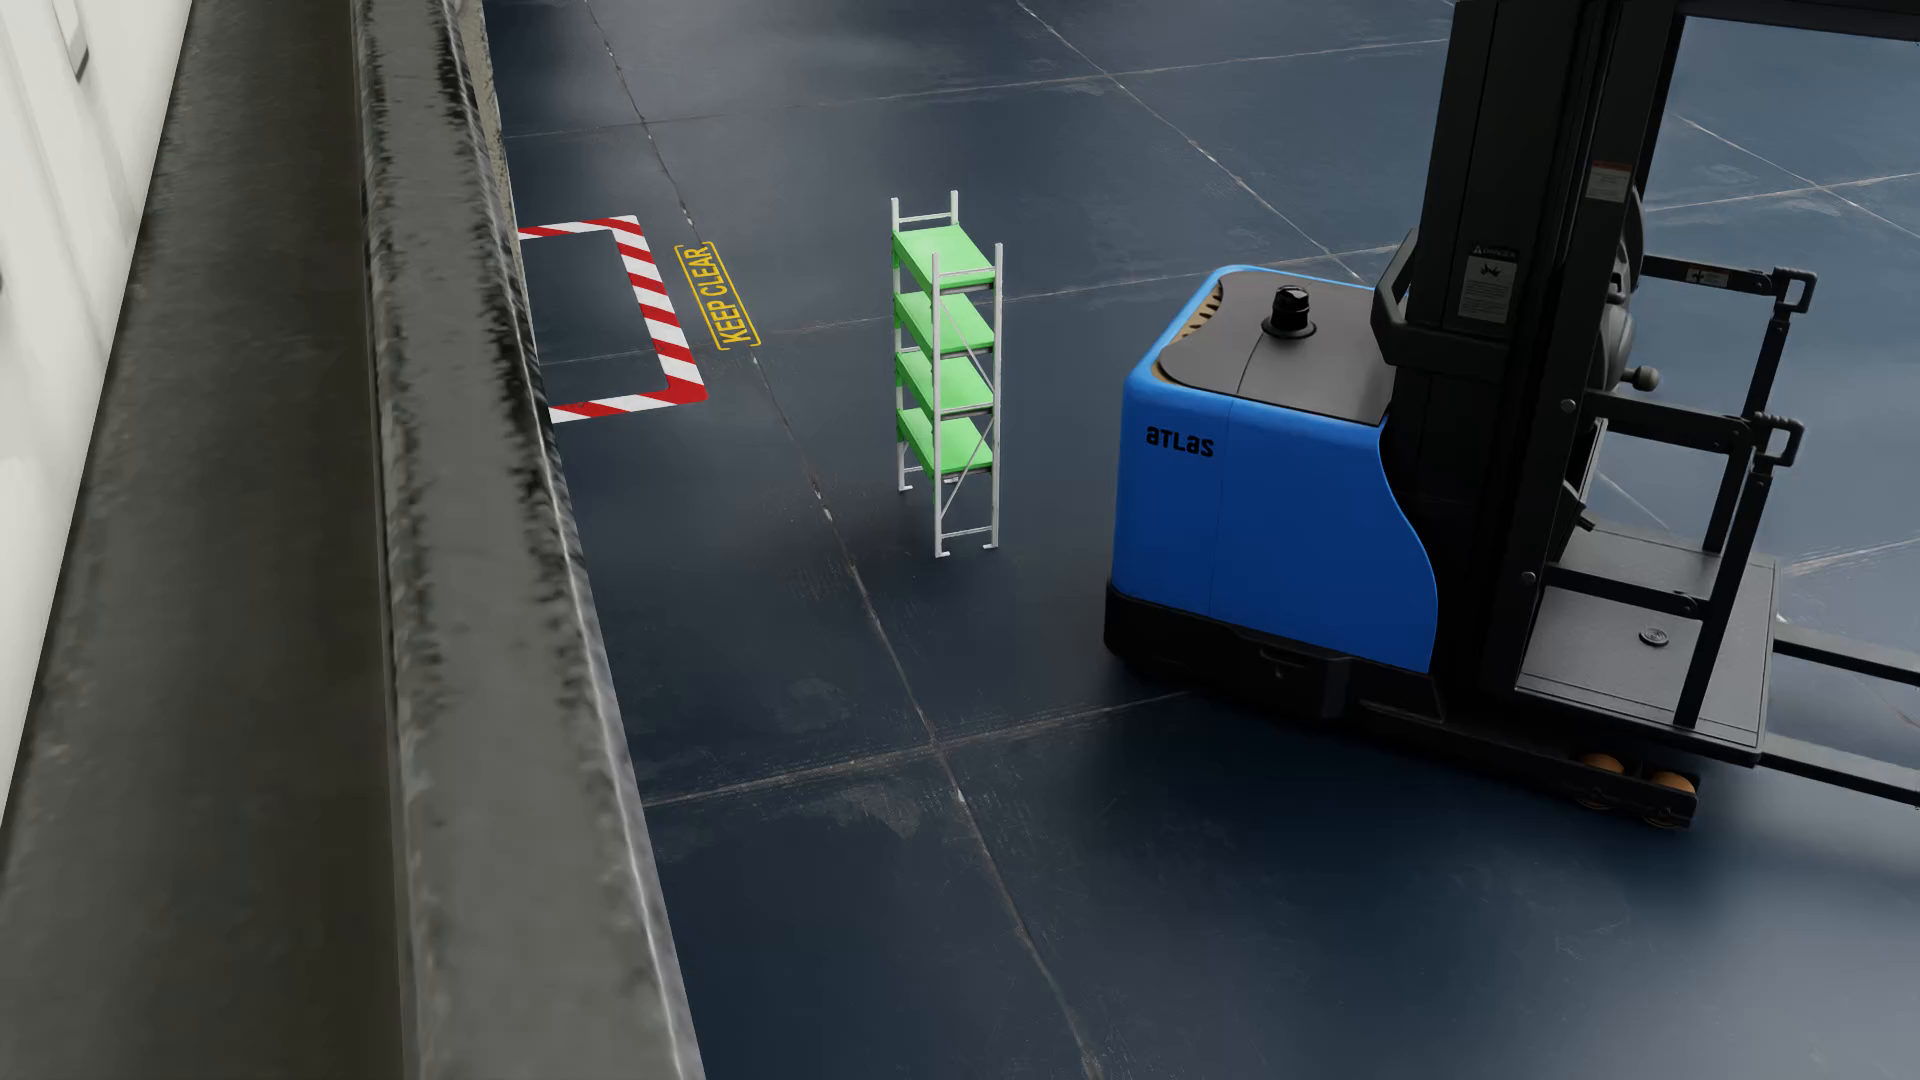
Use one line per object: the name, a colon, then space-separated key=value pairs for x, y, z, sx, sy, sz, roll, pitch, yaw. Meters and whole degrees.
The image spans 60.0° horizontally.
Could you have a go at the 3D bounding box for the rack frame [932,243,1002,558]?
rack frame: x=0.024 y=-0.459 z=5.810 sx=0.240 sy=1.200 sz=0.015 roll=-10 pitch=35 yaw=-15

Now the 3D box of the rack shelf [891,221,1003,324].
rack shelf: x=-0.050 y=-0.935 z=5.775 sx=0.258 sy=0.148 sz=0.480 roll=-10 pitch=35 yaw=-15

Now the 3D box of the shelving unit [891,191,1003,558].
shelving unit: x=-0.050 y=-0.587 z=6.004 sx=0.258 sy=1.200 sz=0.503 roll=-10 pitch=35 yaw=-15

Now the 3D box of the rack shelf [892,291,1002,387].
rack shelf: x=-0.050 y=-0.734 z=5.907 sx=0.258 sy=0.148 sz=0.480 roll=-10 pitch=35 yaw=-15

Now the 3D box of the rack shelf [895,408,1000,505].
rack shelf: x=-0.050 y=-0.334 z=6.172 sx=0.258 sy=0.148 sz=0.480 roll=-10 pitch=35 yaw=-15

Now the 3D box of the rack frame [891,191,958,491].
rack frame: x=-0.125 y=-0.716 z=6.198 sx=0.240 sy=1.200 sz=0.015 roll=-10 pitch=35 yaw=-15

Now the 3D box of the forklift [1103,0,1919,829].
forklift: x=2.039 y=-0.706 z=4.613 sx=3.031 sy=2.935 sz=1.130 roll=14 pitch=36 yaw=21

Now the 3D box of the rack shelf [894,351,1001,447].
rack shelf: x=-0.050 y=-0.534 z=6.039 sx=0.258 sy=0.148 sz=0.480 roll=-10 pitch=35 yaw=-15

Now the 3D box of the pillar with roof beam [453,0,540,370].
pillar with roof beam: x=2.897 y=-3.635 z=3.543 sx=9.100 sy=9.000 sz=0.400 roll=-10 pitch=35 yaw=-15
